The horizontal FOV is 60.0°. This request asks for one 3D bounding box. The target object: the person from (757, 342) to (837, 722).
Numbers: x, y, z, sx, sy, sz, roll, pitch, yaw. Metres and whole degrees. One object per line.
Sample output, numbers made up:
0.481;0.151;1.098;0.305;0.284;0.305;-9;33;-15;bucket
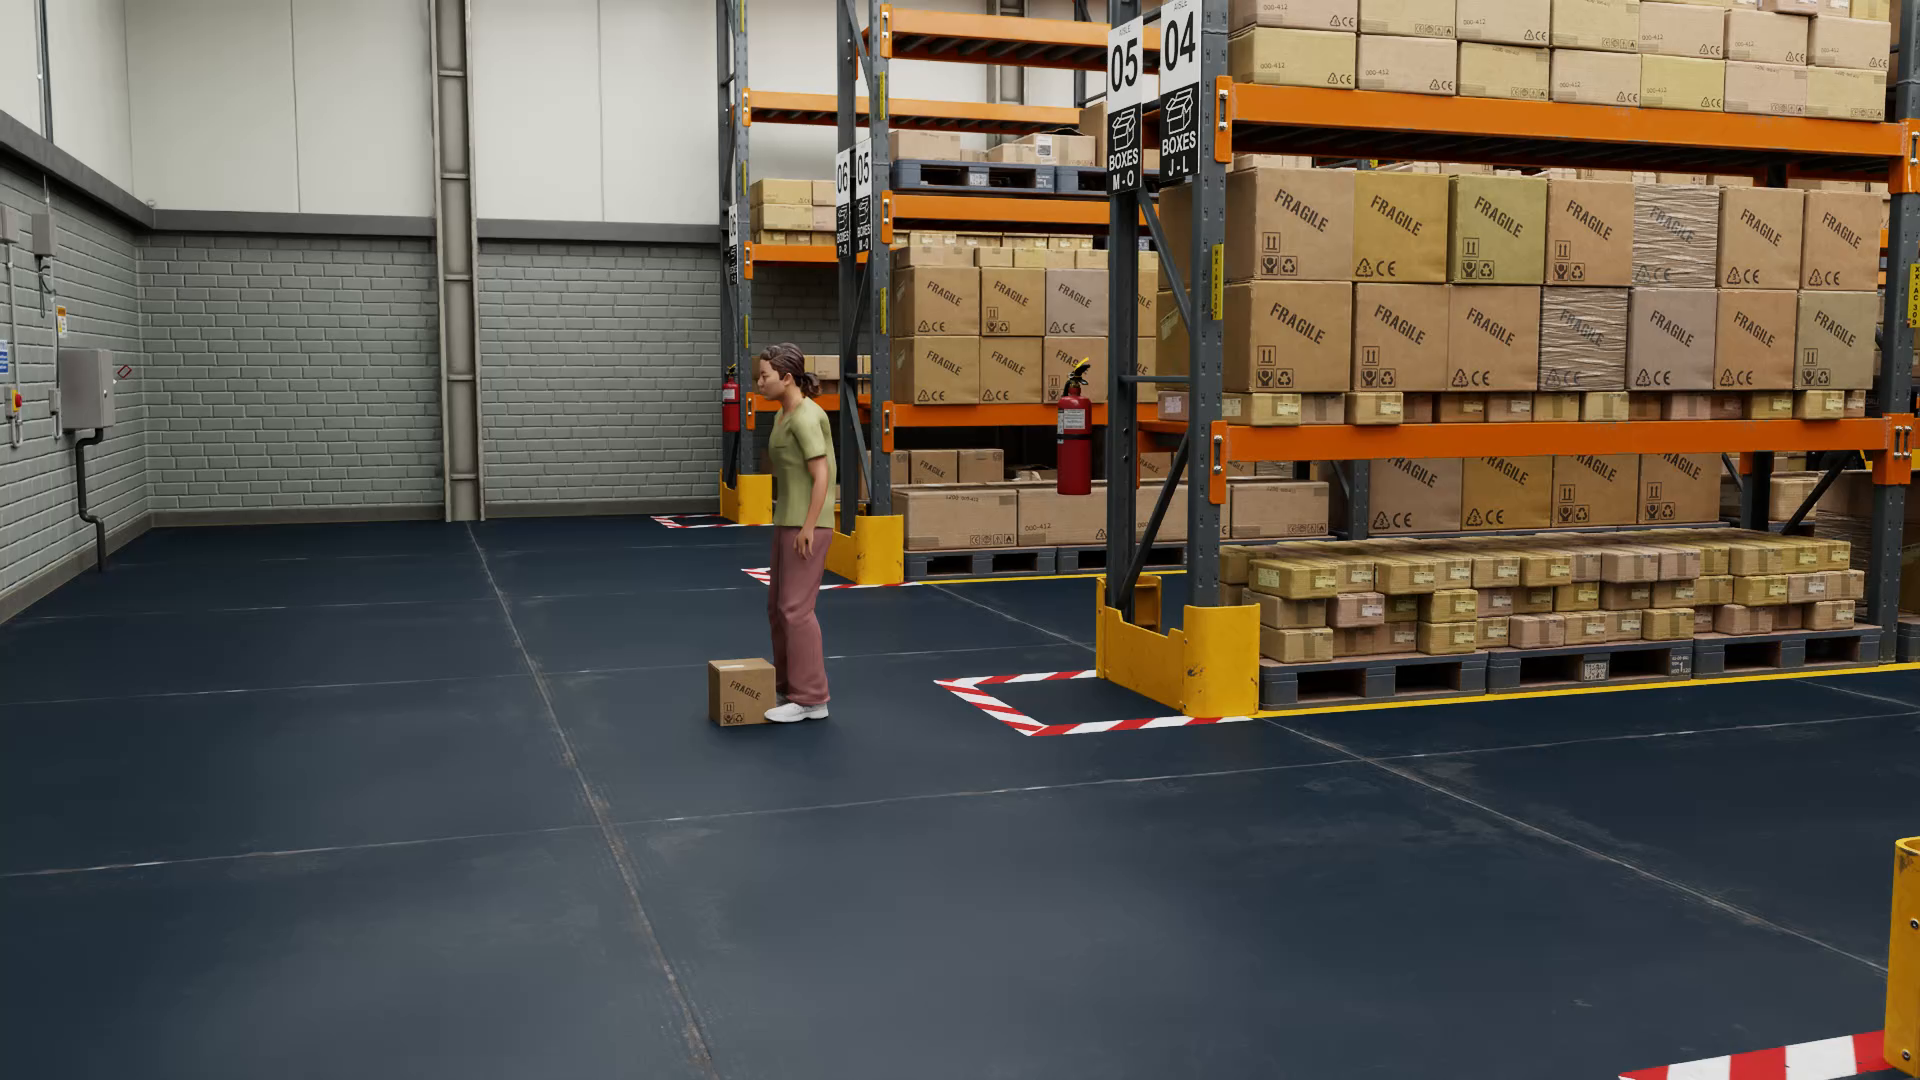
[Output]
-0.740;-0.041;7.431;0.359;1.672;0.496;-2;6;-19;person
